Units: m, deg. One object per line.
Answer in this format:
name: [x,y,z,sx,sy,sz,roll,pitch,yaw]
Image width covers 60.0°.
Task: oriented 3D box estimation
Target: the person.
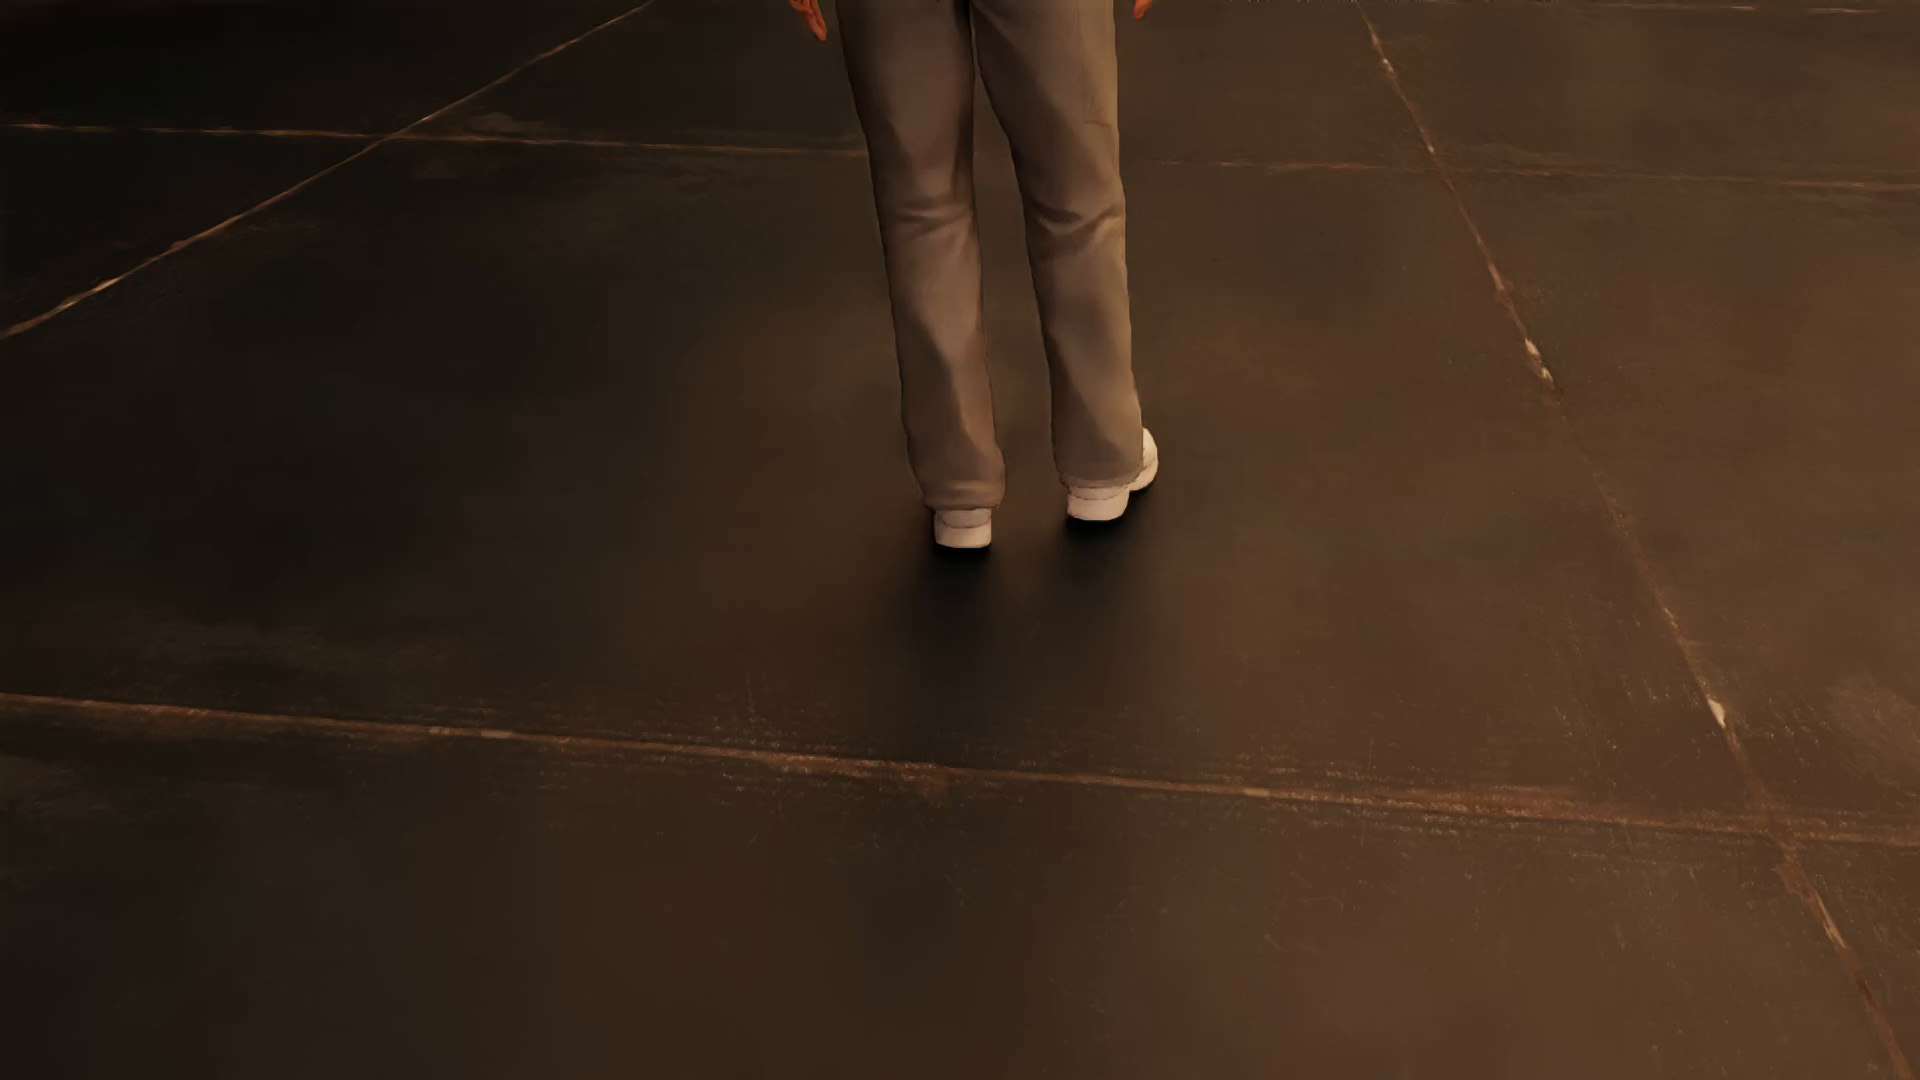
person: [0.023,-0.788,2.187,0.550,1.674,0.548,3,27,7]
